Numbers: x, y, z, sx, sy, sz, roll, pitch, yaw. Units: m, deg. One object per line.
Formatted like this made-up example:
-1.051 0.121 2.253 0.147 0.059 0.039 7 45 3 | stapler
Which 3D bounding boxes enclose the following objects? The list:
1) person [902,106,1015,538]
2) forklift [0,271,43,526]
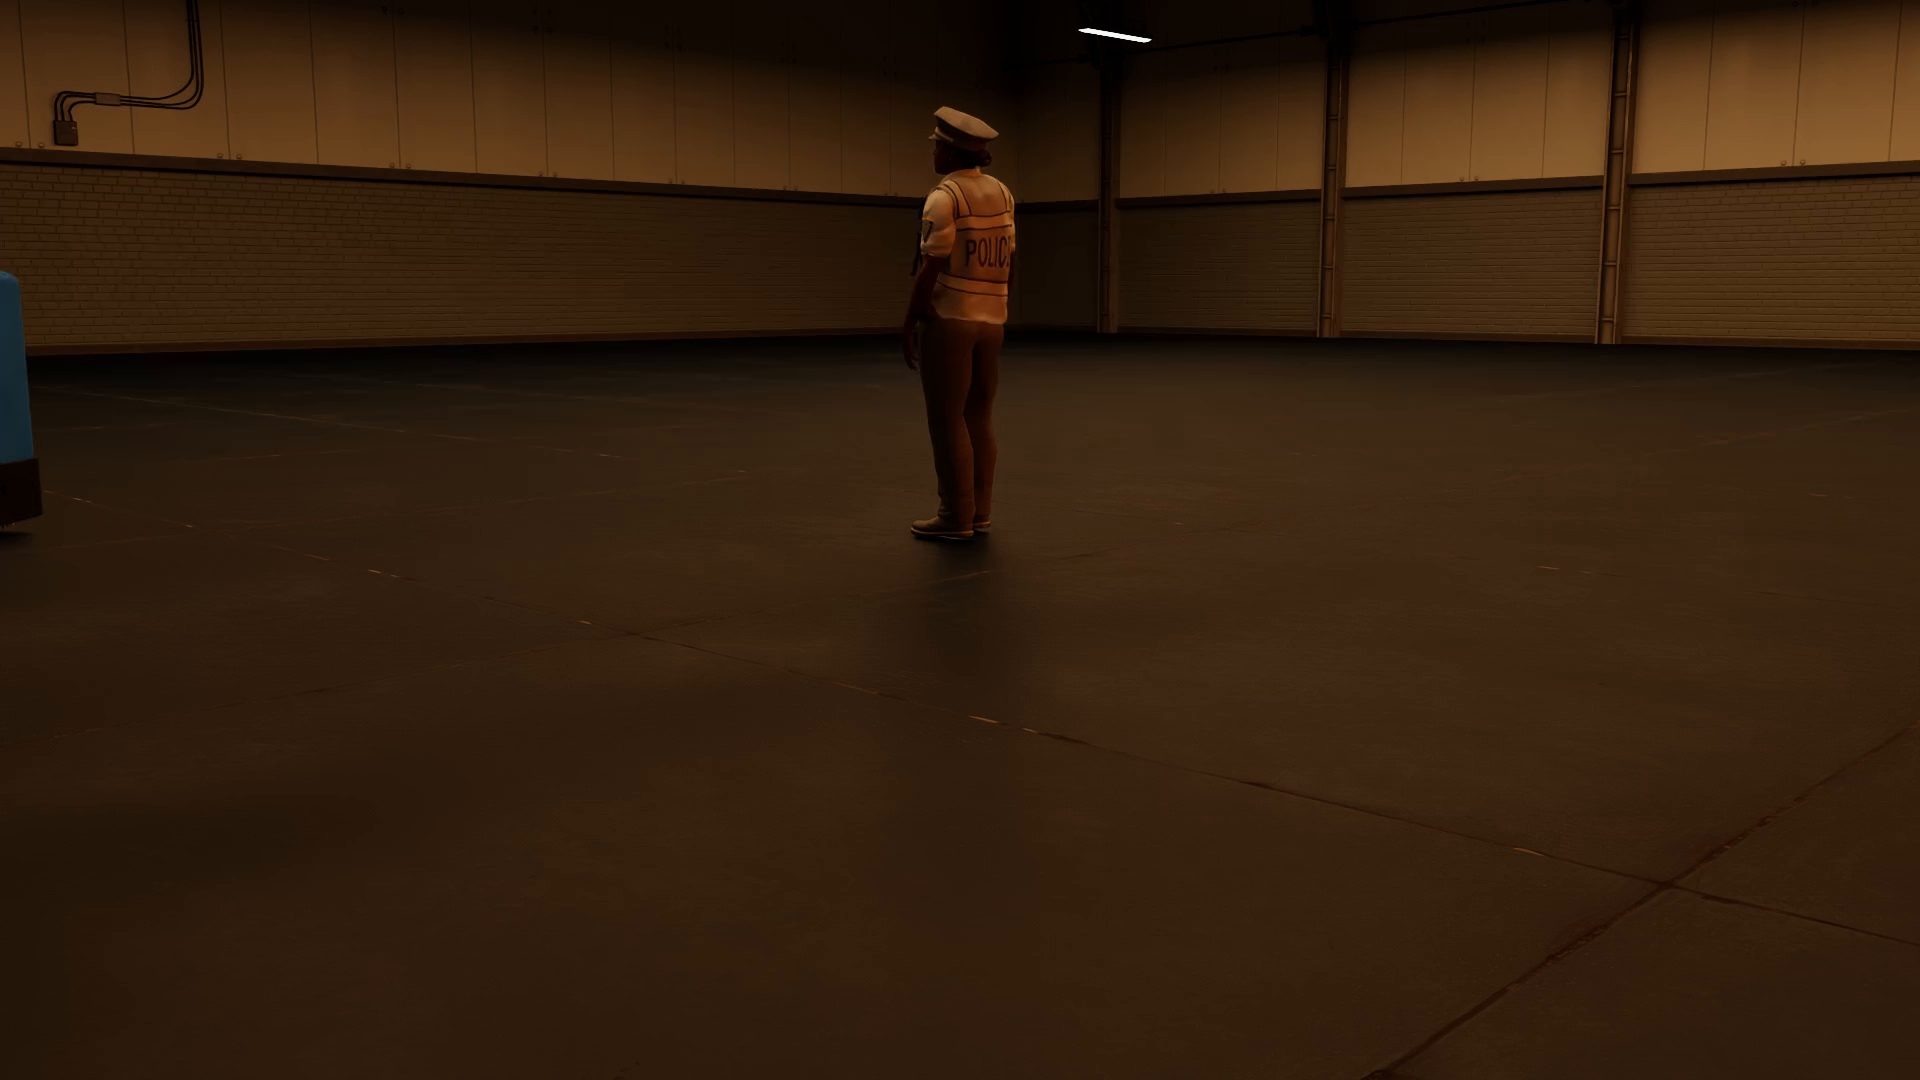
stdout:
-0.040 -0.855 6.656 0.528 1.695 0.569 8 12 43 | person
-5.311 -1.405 6.207 3.031 2.935 1.130 0 9 -3 | forklift
